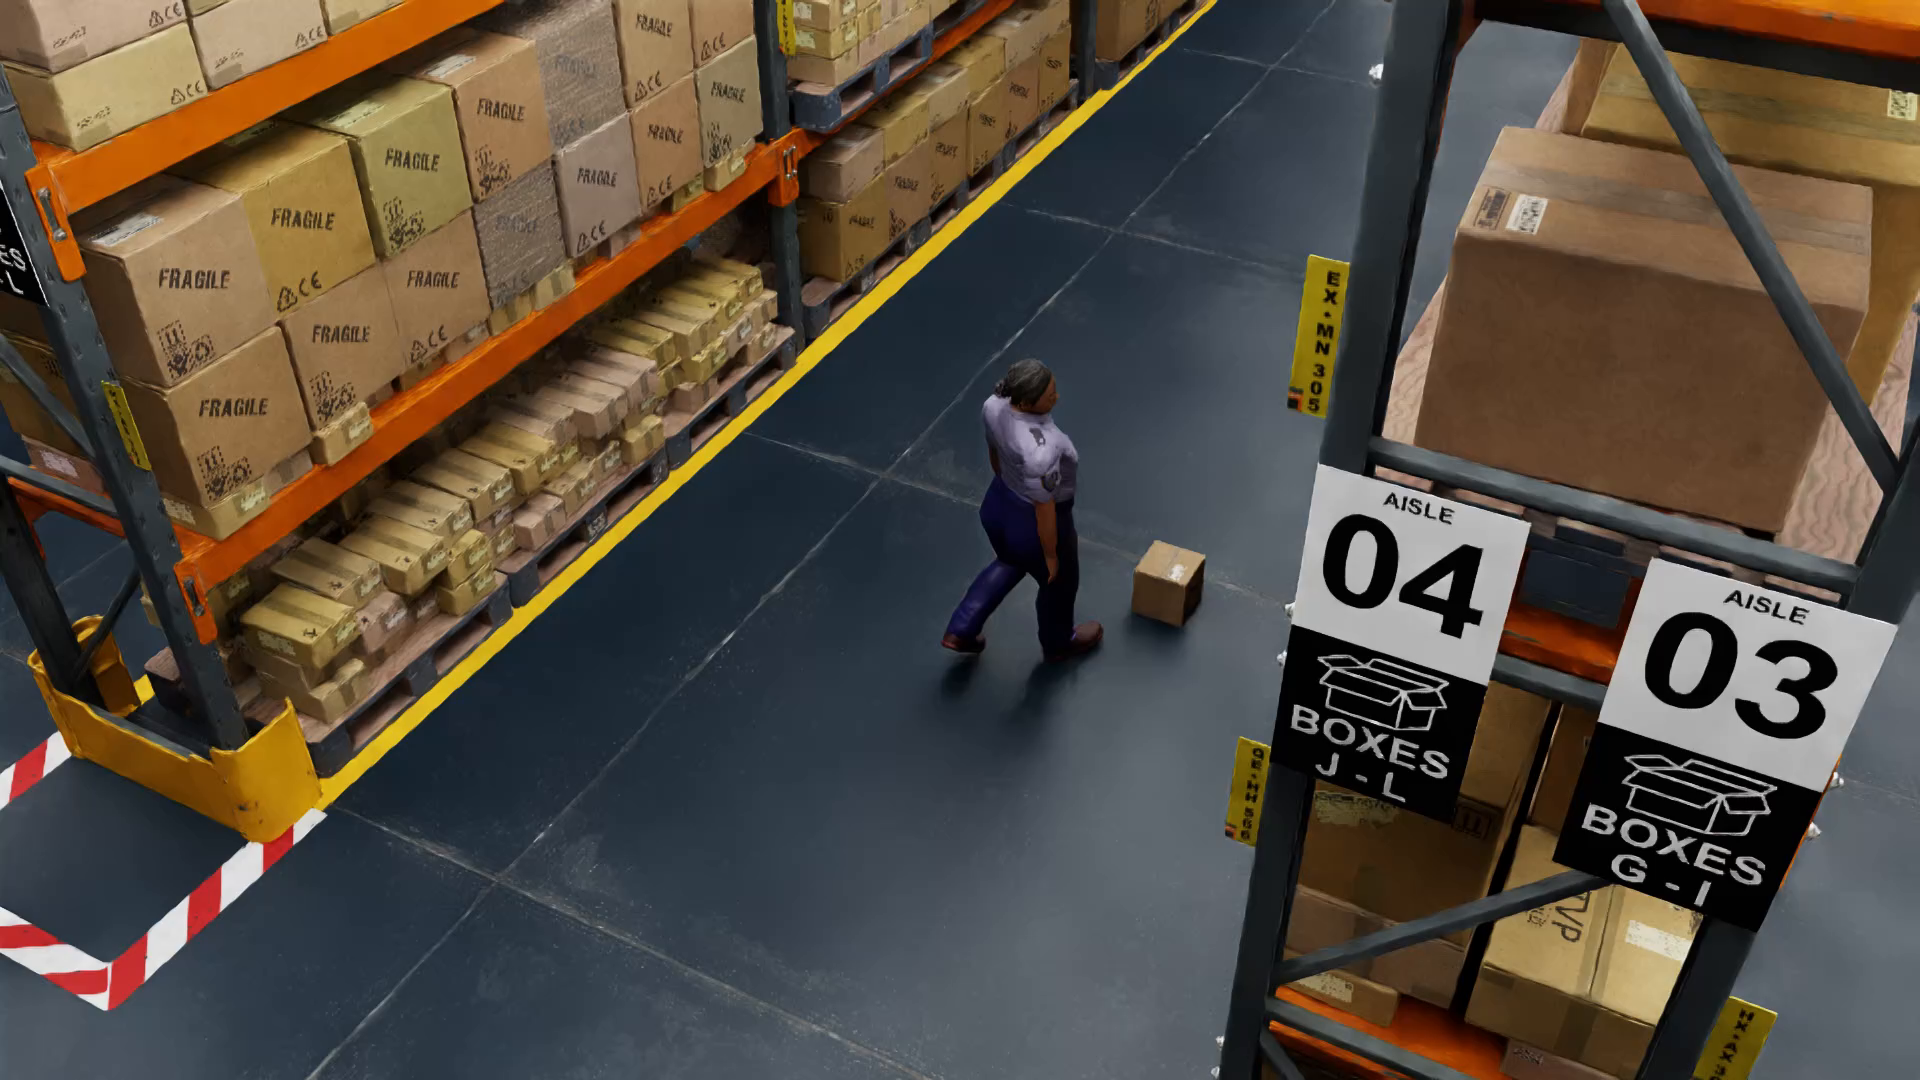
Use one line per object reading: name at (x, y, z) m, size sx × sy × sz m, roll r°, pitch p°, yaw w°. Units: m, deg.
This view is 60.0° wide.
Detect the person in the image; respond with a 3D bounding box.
person at (0.313, -0.105, 6.893) m, size 0.708 × 1.623 × 0.537 m, roll -20°, pitch 43°, yaw -24°
